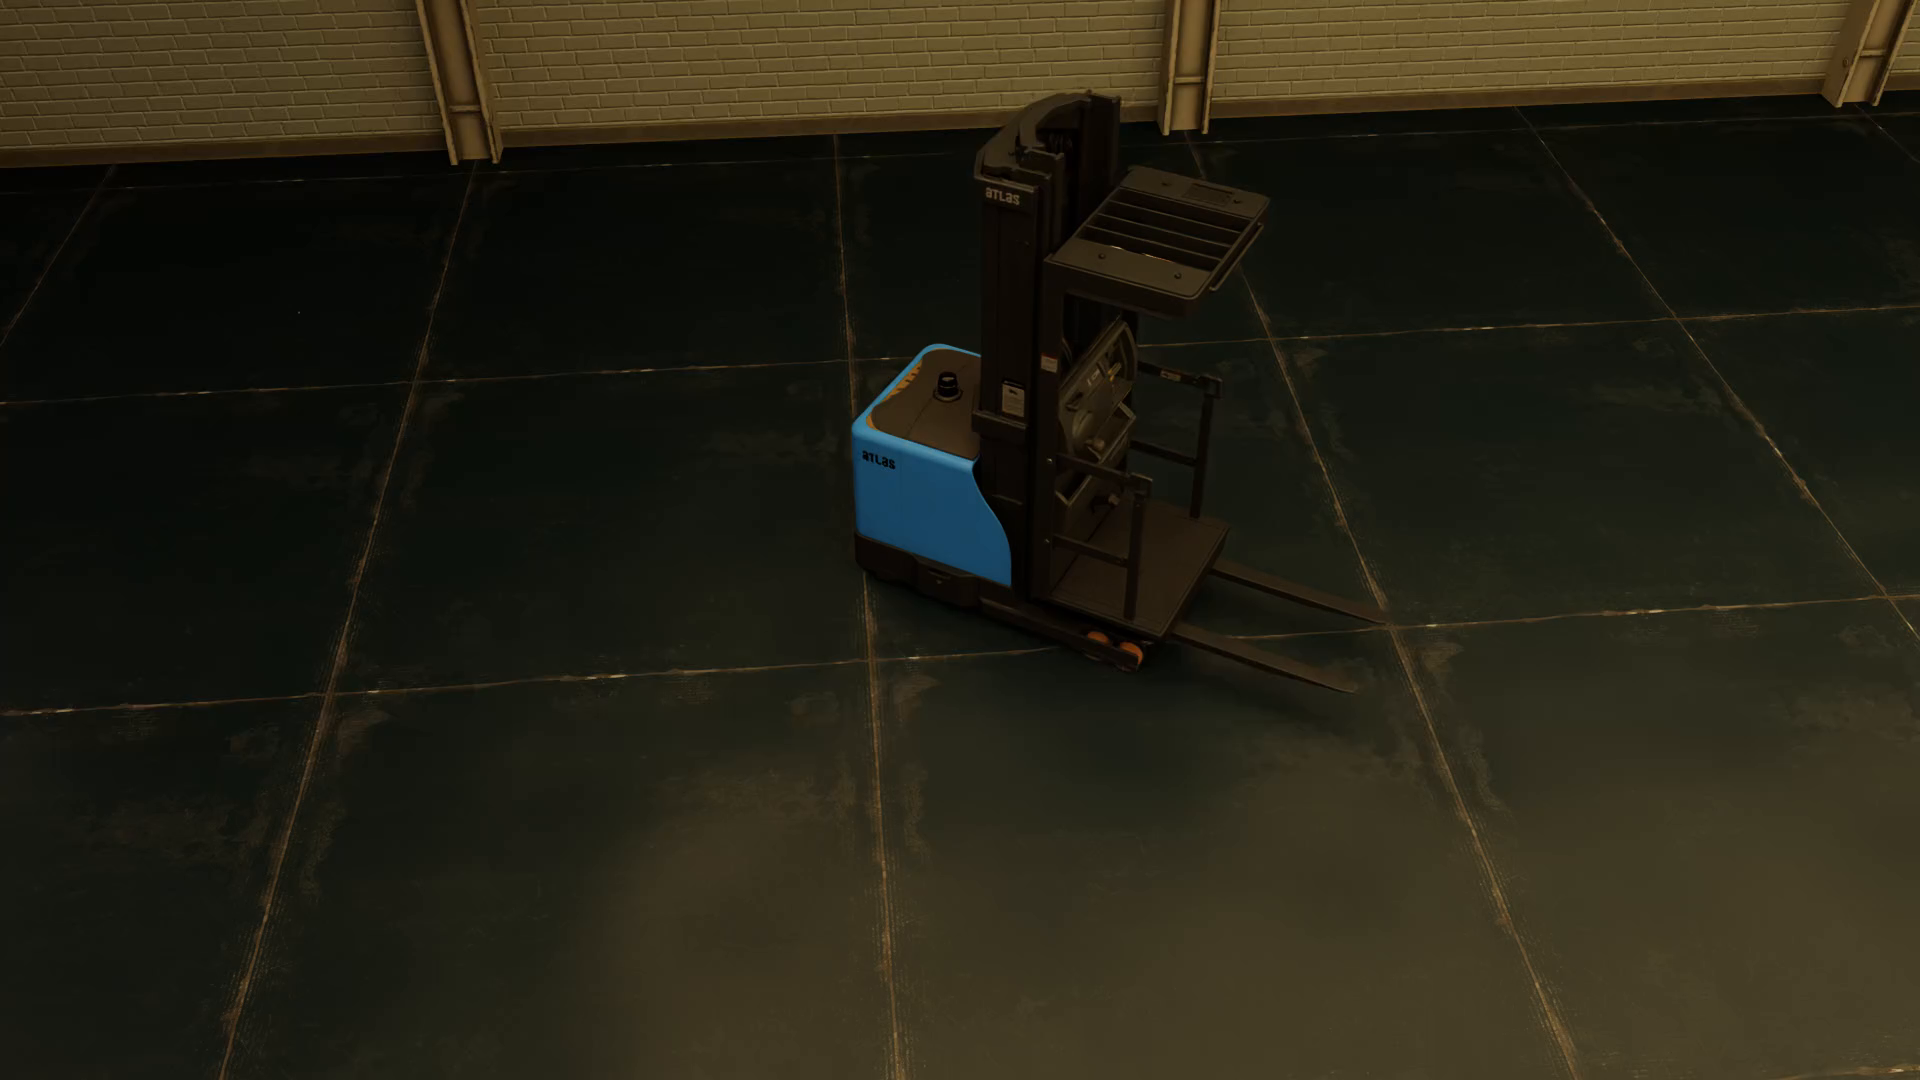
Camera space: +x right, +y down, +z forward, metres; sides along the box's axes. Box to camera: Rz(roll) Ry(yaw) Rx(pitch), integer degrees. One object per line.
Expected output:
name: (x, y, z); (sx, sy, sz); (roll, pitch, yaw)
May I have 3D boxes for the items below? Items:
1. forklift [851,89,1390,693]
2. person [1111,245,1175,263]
forklift: (0.921, -0.773, 8.842); (3.031, 2.935, 1.130); (19, 44, 21)
person: (0.738, -1.147, 10.388); (0.806, 1.485, 1.617); (17, 43, 19)
